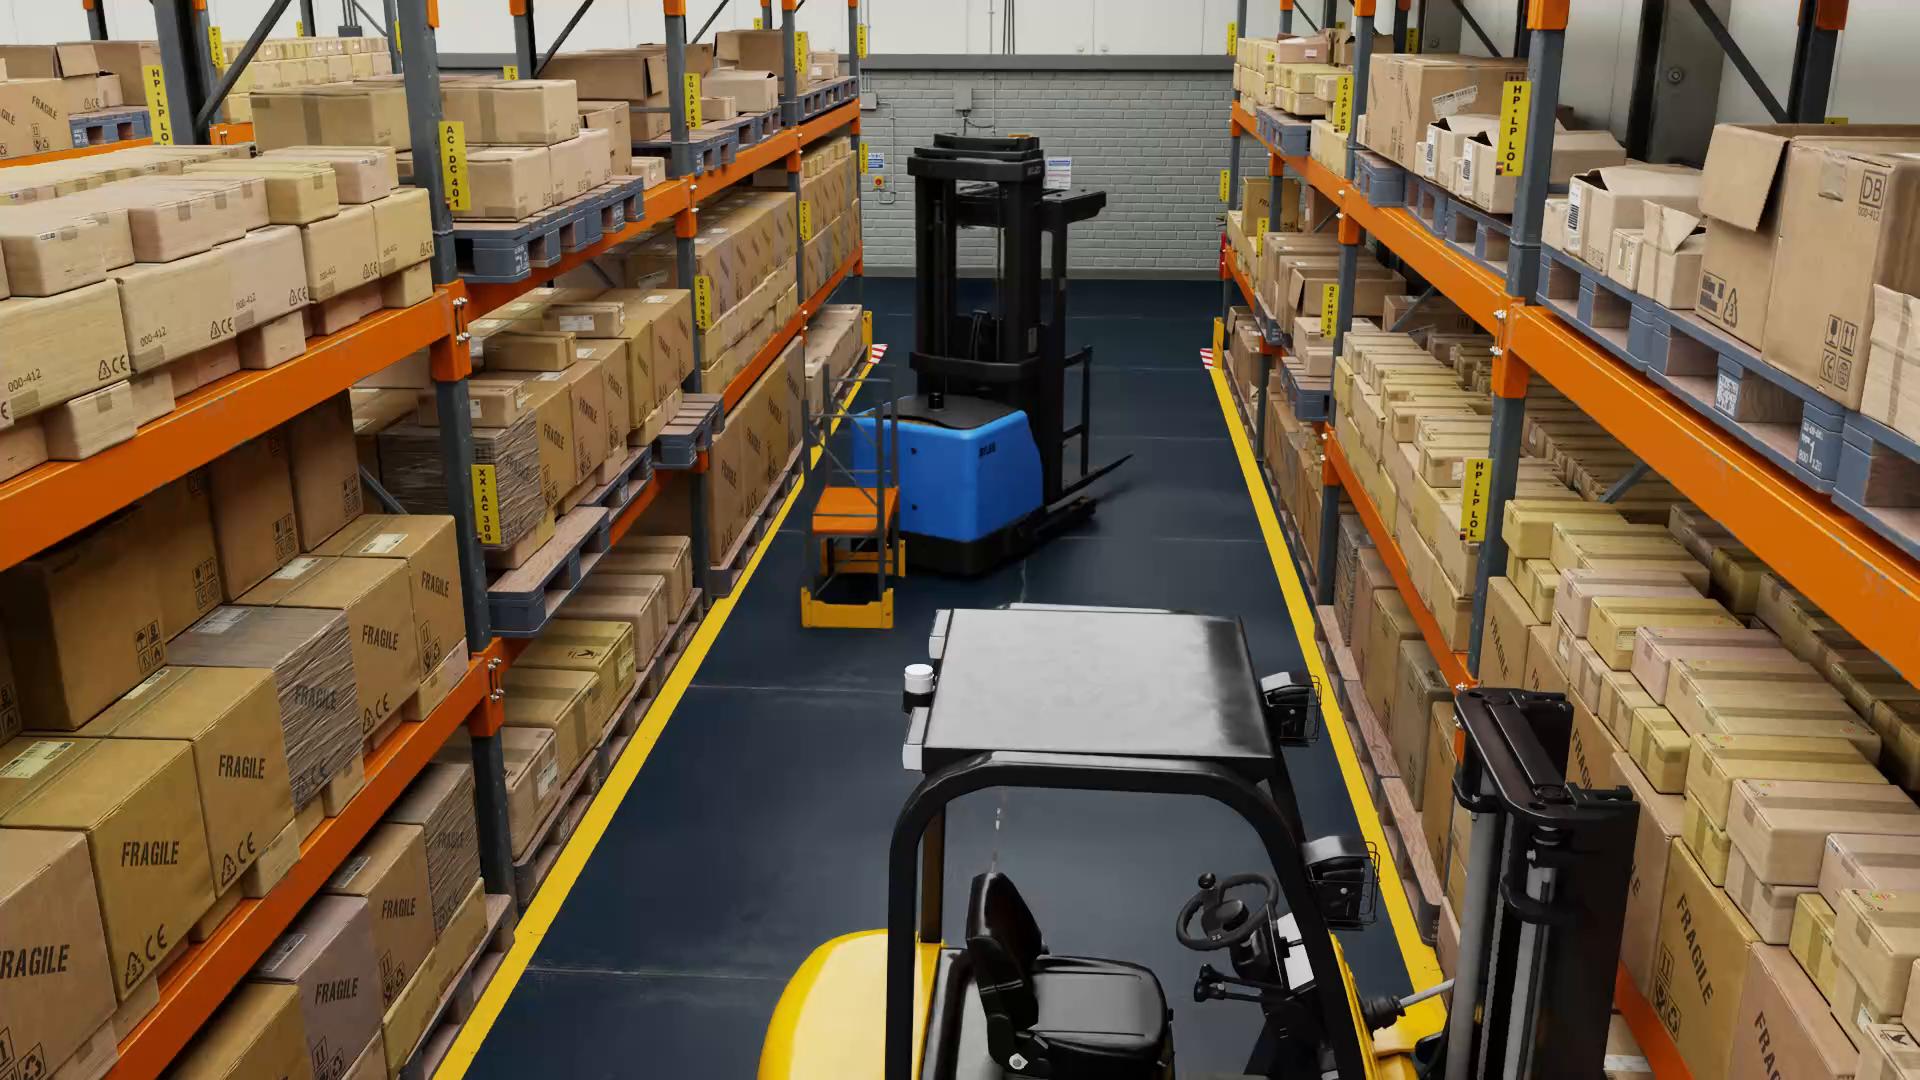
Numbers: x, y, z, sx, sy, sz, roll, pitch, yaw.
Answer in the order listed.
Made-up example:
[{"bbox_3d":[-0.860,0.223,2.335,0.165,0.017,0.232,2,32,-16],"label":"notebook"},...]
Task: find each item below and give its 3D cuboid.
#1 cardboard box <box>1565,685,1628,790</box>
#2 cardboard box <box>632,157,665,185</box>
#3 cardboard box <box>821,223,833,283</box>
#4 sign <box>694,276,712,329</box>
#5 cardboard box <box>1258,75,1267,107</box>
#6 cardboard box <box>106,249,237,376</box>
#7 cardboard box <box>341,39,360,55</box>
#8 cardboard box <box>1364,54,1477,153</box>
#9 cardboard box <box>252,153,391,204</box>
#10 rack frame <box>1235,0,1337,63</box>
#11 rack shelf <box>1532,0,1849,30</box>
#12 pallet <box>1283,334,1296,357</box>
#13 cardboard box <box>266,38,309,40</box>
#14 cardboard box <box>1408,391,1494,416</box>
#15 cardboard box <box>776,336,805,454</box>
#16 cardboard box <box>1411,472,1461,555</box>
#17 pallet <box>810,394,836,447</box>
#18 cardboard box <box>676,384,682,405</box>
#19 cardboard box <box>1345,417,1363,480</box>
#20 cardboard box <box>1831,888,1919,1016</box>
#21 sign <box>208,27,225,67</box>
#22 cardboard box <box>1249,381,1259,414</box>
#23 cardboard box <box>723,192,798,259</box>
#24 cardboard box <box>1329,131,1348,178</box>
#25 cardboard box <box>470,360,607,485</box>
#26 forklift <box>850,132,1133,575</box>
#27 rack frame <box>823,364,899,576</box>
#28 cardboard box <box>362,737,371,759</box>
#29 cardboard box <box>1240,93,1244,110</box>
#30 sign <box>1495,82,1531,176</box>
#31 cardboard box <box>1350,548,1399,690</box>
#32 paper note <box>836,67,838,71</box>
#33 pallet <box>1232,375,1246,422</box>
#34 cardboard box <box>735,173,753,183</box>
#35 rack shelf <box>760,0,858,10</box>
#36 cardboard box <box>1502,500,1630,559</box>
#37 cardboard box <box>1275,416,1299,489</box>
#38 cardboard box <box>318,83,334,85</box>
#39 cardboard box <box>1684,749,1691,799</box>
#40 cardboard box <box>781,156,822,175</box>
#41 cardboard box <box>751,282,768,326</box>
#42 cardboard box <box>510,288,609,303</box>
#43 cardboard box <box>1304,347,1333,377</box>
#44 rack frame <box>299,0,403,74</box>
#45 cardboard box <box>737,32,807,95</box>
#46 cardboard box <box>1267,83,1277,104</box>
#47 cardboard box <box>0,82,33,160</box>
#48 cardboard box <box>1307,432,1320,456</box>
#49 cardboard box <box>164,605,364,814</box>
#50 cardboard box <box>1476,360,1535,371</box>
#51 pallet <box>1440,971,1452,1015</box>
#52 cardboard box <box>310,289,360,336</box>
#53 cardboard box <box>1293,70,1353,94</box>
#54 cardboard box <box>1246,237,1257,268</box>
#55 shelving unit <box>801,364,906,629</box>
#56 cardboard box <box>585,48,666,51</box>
[{"bbox_3d":[2.163,0.773,5.086,0.500,0.500,0.500,1,18,3],"label":"cardboard box"},{"bbox_3d":[-1.967,-2.186,9.864,0.380,0.149,0.250,1,18,4],"label":"cardboard box"},{"bbox_3d":[-1.490,-2.723,15.755,0.500,0.500,0.500,1,18,4],"label":"cardboard box"},{"bbox_3d":[-1.612,-1.486,10.409,0.100,0.325,0.005,1,18,4],"label":"sign"},{"bbox_3d":[2.896,-3.928,14.539,0.500,0.250,0.500,1,18,2],"label":"cardboard box"},{"bbox_3d":[-2.311,-0.620,4.443,0.500,0.250,0.500,2,18,5],"label":"cardboard box"},{"bbox_3d":[-6.299,-4.979,16.782,0.380,0.149,0.250,2,18,5],"label":"cardboard box"},{"bbox_3d":[2.503,-2.373,9.036,0.500,0.500,0.500,1,18,4],"label":"cardboard box"},{"bbox_3d":[-2.187,-1.240,5.694,0.380,0.149,0.250,1,18,3],"label":"cardboard box"},{"bbox_3d":[3.371,-6.209,16.919,1.000,3.000,0.127,1,18,4],"label":"rack frame"},{"bbox_3d":[2.367,-1.328,3.823,1.077,0.370,4.000,1,18,4],"label":"rack shelf"},{"bbox_3d":[2.932,-1.386,12.144,1.003,0.211,1.213,1,18,4],"label":"pallet"},{"bbox_3d":[-6.903,-5.071,17.061,0.380,0.149,0.250,1,18,4],"label":"cardboard box"},{"bbox_3d":[2.477,-0.652,8.394,0.380,0.149,0.250,1,18,4],"label":"cardboard box"},{"bbox_3d":[-1.832,-1.221,14.068,0.875,0.875,0.875,2,18,6],"label":"cardboard box"},{"bbox_3d":[2.321,-0.115,7.395,0.500,0.250,0.500,1,18,2],"label":"cardboard box"},{"bbox_3d":[-1.734,-1.134,15.546,1.003,0.211,1.213,1,18,4],"label":"pallet"},{"bbox_3d":[-1.889,-0.871,9.993,0.380,0.149,0.250,2,18,5],"label":"cardboard box"},{"bbox_3d":[2.481,-0.513,9.413,0.500,0.250,0.500,1,18,3],"label":"cardboard box"},{"bbox_3d":[2.018,0.839,3.364,0.380,0.149,0.250,2,18,5],"label":"cardboard box"},{"bbox_3d":[-6.258,-4.151,13.994,0.100,0.325,0.005,1,18,4],"label":"sign"},{"bbox_3d":[2.857,-1.306,15.308,0.396,0.266,0.258,2,18,6],"label":"cardboard box"},{"bbox_3d":[-1.648,-2.603,13.784,0.500,0.500,0.500,2,18,6],"label":"cardboard box"},{"bbox_3d":[2.592,-2.392,10.329,0.500,0.250,0.500,1,18,2],"label":"cardboard box"},{"bbox_3d":[-2.036,-0.577,8.053,0.500,0.500,0.500,1,18,4],"label":"cardboard box"},{"bbox_3d":[0.396,-1.560,12.476,1.130,2.935,3.031,10,21,29],"label":"forklift"},{"bbox_3d":[-0.675,-0.467,11.440,0.500,1.500,0.032,1,18,3],"label":"rack frame"},{"bbox_3d":[-2.299,0.720,5.813,0.380,0.149,0.250,1,18,3],"label":"cardboard box"},{"bbox_3d":[2.968,-4.333,16.417,0.380,0.149,0.250,2,18,5],"label":"cardboard box"},{"bbox_3d":[1.969,-1.460,5.910,0.100,0.325,0.005,1,18,4],"label":"sign"},{"bbox_3d":[2.700,0.452,9.364,0.875,0.625,0.625,2,18,6],"label":"cardboard box"},{"bbox_3d":[-1.150,-4.429,15.624,0.006,0.032,0.123,1,18,4],"label":"paper note"},{"bbox_3d":[3.219,-1.383,16.306,1.003,0.211,1.213,1,18,4],"label":"pallet"},{"bbox_3d":[-2.035,-3.238,14.680,0.380,0.149,0.250,2,18,5],"label":"cardboard box"},{"bbox_3d":[-1.723,-5.165,15.532,1.077,0.370,4.000,1,18,4],"label":"rack shelf"},{"bbox_3d":[2.192,-0.035,6.034,0.380,0.149,0.250,2,18,5],"label":"cardboard box"},{"bbox_3d":[2.757,-0.661,12.964,0.500,0.500,0.500,1,18,2],"label":"cardboard box"},{"bbox_3d":[-6.390,-4.275,16.077,0.500,0.250,0.500,2,18,6],"label":"cardboard box"},{"bbox_3d":[2.145,0.667,4.367,0.380,0.149,0.250,1,18,4],"label":"cardboard box"},{"bbox_3d":[-1.480,-3.466,15.376,0.380,0.149,0.250,1,18,2],"label":"cardboard box"},{"bbox_3d":[-1.735,-1.773,12.455,0.500,0.250,0.500,2,18,5],"label":"cardboard box"},{"bbox_3d":[-2.417,-1.237,10.067,0.500,0.500,0.500,1,18,2],"label":"cardboard box"},{"bbox_3d":[2.462,-1.166,10.893,0.380,0.149,0.250,2,18,5],"label":"cardboard box"},{"bbox_3d":[-6.525,-6.397,17.495,1.000,3.000,0.127,1,18,4],"label":"rack frame"},{"bbox_3d":[-1.615,-4.123,14.376,0.500,0.500,0.500,2,18,5],"label":"cardboard box"},{"bbox_3d":[2.613,-3.505,13.054,0.380,0.149,0.250,1,18,5],"label":"cardboard box"},{"bbox_3d":[-6.763,-2.862,11.361,0.500,0.500,0.500,1,18,4],"label":"cardboard box"},{"bbox_3d":[2.713,-0.677,11.969,0.380,0.149,0.250,1,18,3],"label":"cardboard box"},{"bbox_3d":[-2.287,0.536,5.333,0.500,0.500,0.500,2,18,5],"label":"cardboard box"},{"bbox_3d":[3.041,-0.883,9.097,0.380,0.149,0.250,1,18,3],"label":"cardboard box"},{"bbox_3d":[2.412,1.940,6.162,1.003,0.211,1.213,1,18,4],"label":"pallet"},{"bbox_3d":[-2.259,-0.785,5.588,0.380,0.149,0.250,1,18,4],"label":"cardboard box"},{"bbox_3d":[2.574,-3.247,11.789,0.380,0.149,0.250,1,18,4],"label":"cardboard box"},{"bbox_3d":[2.948,-2.660,15.485,0.500,0.250,0.500,1,18,4],"label":"cardboard box"},{"bbox_3d":[-0.700,-0.312,10.966,0.587,1.500,1.083,1,18,3],"label":"shelving unit"},{"bbox_3d":[-2.317,-3.209,11.747,0.500,0.500,0.500,1,18,4],"label":"cardboard box"}]
